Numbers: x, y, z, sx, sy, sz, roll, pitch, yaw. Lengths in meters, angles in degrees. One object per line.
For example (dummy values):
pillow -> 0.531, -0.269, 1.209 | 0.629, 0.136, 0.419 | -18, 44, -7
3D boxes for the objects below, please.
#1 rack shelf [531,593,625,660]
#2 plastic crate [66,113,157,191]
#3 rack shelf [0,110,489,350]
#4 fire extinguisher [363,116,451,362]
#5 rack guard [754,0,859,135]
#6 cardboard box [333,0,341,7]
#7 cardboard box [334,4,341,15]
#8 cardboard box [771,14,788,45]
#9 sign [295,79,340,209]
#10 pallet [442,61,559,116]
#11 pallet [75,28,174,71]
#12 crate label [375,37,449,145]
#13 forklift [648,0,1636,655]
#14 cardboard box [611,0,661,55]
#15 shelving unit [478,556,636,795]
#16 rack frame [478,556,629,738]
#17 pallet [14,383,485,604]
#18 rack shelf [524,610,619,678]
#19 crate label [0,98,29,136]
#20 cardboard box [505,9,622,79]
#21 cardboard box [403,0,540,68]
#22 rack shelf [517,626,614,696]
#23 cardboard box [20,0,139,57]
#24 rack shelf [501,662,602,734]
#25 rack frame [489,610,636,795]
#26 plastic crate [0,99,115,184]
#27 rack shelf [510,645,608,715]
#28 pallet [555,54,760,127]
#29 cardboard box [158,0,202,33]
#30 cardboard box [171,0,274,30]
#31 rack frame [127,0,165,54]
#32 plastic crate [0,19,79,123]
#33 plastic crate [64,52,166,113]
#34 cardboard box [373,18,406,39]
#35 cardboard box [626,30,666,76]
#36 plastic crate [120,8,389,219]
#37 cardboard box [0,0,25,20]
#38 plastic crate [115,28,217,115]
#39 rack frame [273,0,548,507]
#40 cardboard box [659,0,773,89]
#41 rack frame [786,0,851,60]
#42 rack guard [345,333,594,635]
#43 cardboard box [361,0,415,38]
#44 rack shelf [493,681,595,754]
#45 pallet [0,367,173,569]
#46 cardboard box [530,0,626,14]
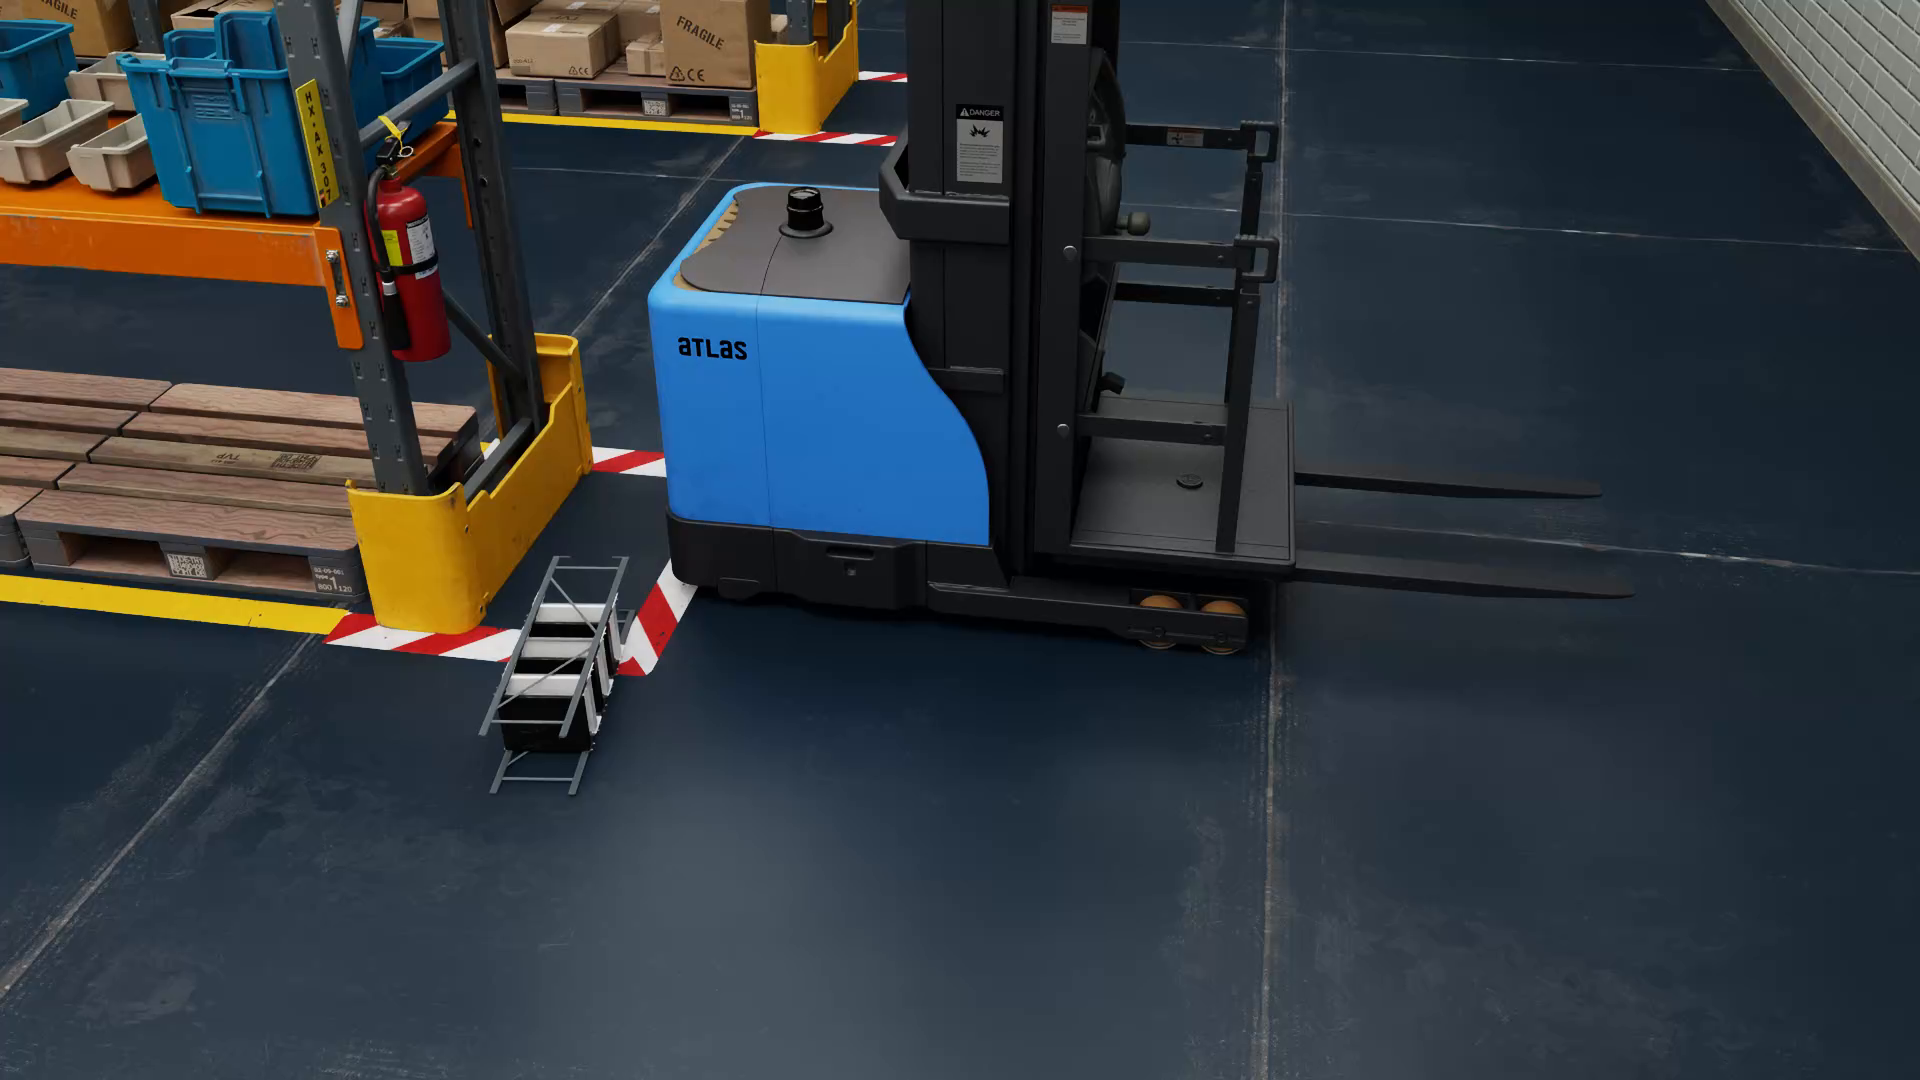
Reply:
rack shelf -> -1.173, 0.266, 5.122 | 0.258, 0.200, 0.077 | 1, 32, 1
plastic crate -> -2.482, -1.174, 4.990 | 0.243, 0.136, 0.396 | 5, 32, 8
rack shelf -> -3.619, -1.156, 5.447 | 4.000, 0.370, 1.077 | 5, 32, 8
fire extinguisher -> -1.575, -0.840, 4.689 | 0.183, 0.674, 0.296 | 5, 32, 8
rack guard -> -0.885, -2.820, 9.784 | 0.348, 0.500, 1.175 | 5, 32, 8
cardboard box -> -4.144, -3.454, 10.382 | 0.500, 0.500, 0.500 | 5, 32, 8
cardboard box -> -3.764, -3.303, 10.472 | 0.250, 0.149, 0.380 | 5, 32, 8
cardboard box -> -1.165, -3.068, 10.096 | 0.250, 0.149, 0.380 | 5, 32, 8
sign -> -1.724, -1.062, 4.466 | 0.005, 0.325, 0.100 | 5, 32, 8
pallet -> -2.870, -2.878, 10.149 | 1.213, 0.211, 1.003 | 5, 32, 8
pallet -> -5.561, -3.100, 10.504 | 1.213, 0.211, 1.003 | 5, 32, 8
crate label -> -1.835, -1.431, 5.310 | 0.303, 0.233, 0.416 | 5, 32, 8
forklift -> 0.618, -1.189, 4.888 | 3.031, 2.935, 1.130 | 5, 32, 8
cardboard box -> -1.791, -3.135, 10.108 | 0.500, 0.250, 0.500 | 5, 32, 8
shelving unit -> -1.177, 0.379, 4.941 | 0.258, 0.210, 0.900 | 1, 32, 1
rack frame -> -1.177, 0.293, 4.887 | 0.240, 0.006, 0.900 | 1, 32, 1
pallet -> -2.454, -0.194, 5.861 | 1.213, 0.211, 1.003 | 5, 32, 8
rack shelf -> -1.175, 0.314, 5.045 | 0.258, 0.200, 0.077 | 1, 32, 1
crate label -> -3.044, -1.219, 5.063 | 0.243, 0.136, 0.396 | 5, 32, 8
cardboard box -> -2.319, -2.914, 9.755 | 0.500, 0.250, 0.500 | 5, 32, 8
cardboard box -> -2.900, -3.193, 9.962 | 0.637, 0.503, 0.797 | 5, 32, 8
rack shelf -> -1.176, 0.362, 4.969 | 0.258, 0.200, 0.077 | 1, 32, 1
cardboard box -> -5.288, -3.251, 10.057 | 0.500, 0.500, 0.500 | 5, 32, 8
rack shelf -> -1.180, 0.457, 4.817 | 0.258, 0.200, 0.077 | 1, 32, 1
rack frame -> -1.177, 0.466, 4.995 | 0.240, 0.006, 0.900 | 1, 32, 1
plastic crate -> -2.765, -1.207, 5.044 | 0.243, 0.136, 0.396 | 5, 32, 8
rack shelf -> -1.178, 0.410, 4.893 | 0.258, 0.200, 0.077 | 1, 32, 1
pallet -> -1.671, -2.768, 9.973 | 1.213, 0.211, 1.003 | 5, 32, 8
cardboard box -> -5.189, -3.527, 10.499 | 0.500, 0.500, 0.500 | 4, 32, 6
cardboard box -> -4.376, -3.126, 10.036 | 0.500, 0.311, 0.500 | 5, 32, 8
rack frame -> -4.753, -4.229, 9.680 | 0.127, 3.000, 1.000 | 5, 32, 8
plastic crate -> -3.133, -1.548, 5.498 | 0.300, 0.233, 0.416 | 5, 32, 8
plastic crate -> -2.806, -1.522, 5.547 | 0.298, 0.136, 0.250 | 5, 32, 8
cardboard box -> -3.521, -2.992, 9.959 | 0.250, 0.166, 0.380 | 5, 32, 8
cardboard box -> -1.772, -2.861, 9.749 | 0.250, 0.166, 0.380 | 5, 32, 8
plastic crate -> -2.009, -1.255, 4.838 | 0.499, 0.435, 0.616 | 5, 32, 8
cardboard box -> -5.774, -3.299, 10.135 | 0.500, 0.500, 0.500 | 5, 32, 8
plastic crate -> -2.484, -1.490, 5.404 | 0.300, 0.233, 0.416 | 5, 32, 8
rack frame -> -1.647, -1.282, 4.971 | 0.127, 3.000, 1.000 | 5, 32, 8
cardboard box -> -1.388, -2.919, 9.528 | 0.500, 0.500, 0.500 | 5, 32, 8
rack frame -> -0.810, -3.872, 9.109 | 0.127, 3.000, 1.000 | 5, 32, 8
rack guard -> -1.621, -0.227, 5.642 | 0.348, 0.500, 1.175 | 5, 32, 8
cardboard box -> -3.405, -3.307, 10.325 | 0.500, 0.311, 0.500 | 5, 32, 8
rack shelf -> -1.182, 0.505, 4.740 | 0.258, 0.200, 0.077 | 1, 32, 1
pallet -> -3.653, -0.304, 6.037 | 1.213, 0.211, 1.003 | 5, 32, 8
cardboard box -> -2.284, -3.180, 10.179 | 0.500, 0.250, 0.500 | 5, 32, 8
